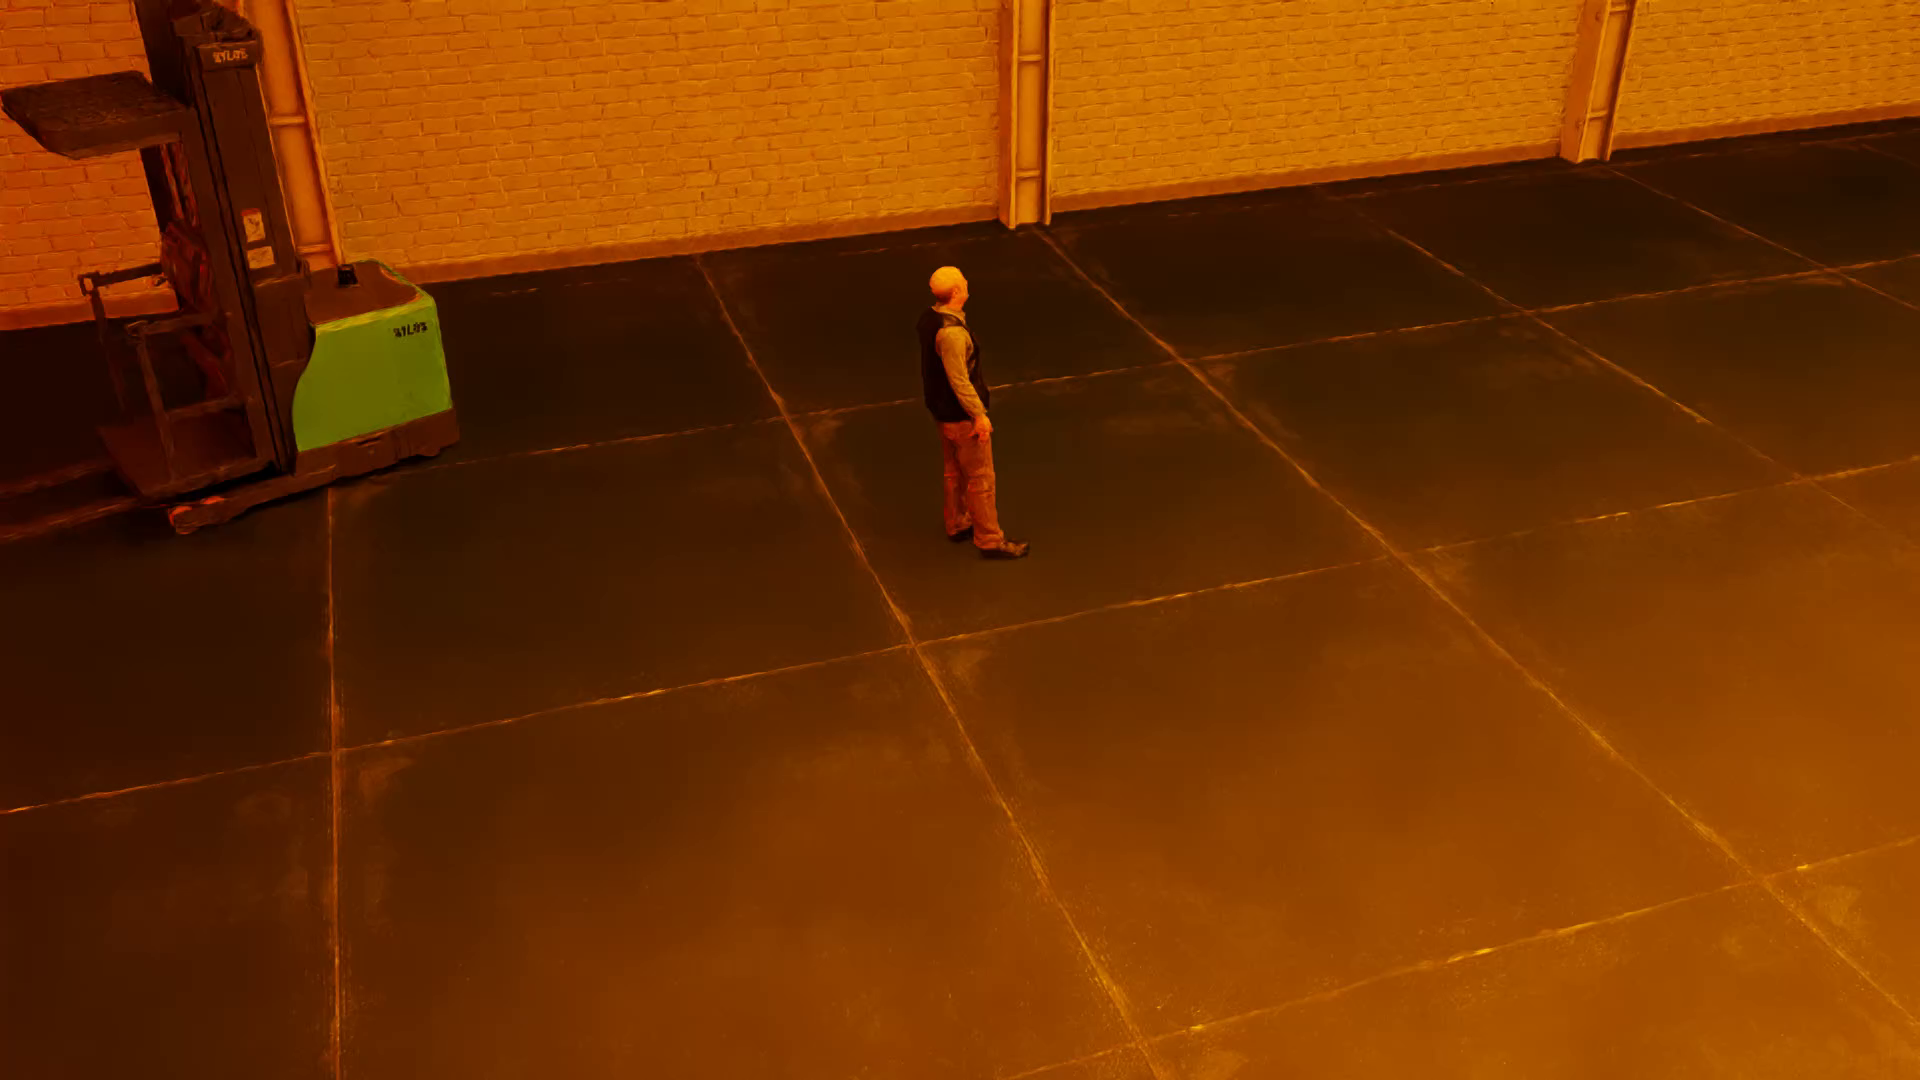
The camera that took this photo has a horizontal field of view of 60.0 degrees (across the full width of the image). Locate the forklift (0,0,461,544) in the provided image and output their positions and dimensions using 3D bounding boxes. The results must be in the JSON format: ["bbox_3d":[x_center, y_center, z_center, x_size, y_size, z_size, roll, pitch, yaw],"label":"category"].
[{"bbox_3d":[-4.789,-1.604,9.875,3.031,2.935,1.130,-22,36,-33],"label":"forklift"}]

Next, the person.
[{"bbox_3d":[0.062,-0.758,9.604,0.567,1.720,0.632,-10,31,-16],"label":"person"}]
